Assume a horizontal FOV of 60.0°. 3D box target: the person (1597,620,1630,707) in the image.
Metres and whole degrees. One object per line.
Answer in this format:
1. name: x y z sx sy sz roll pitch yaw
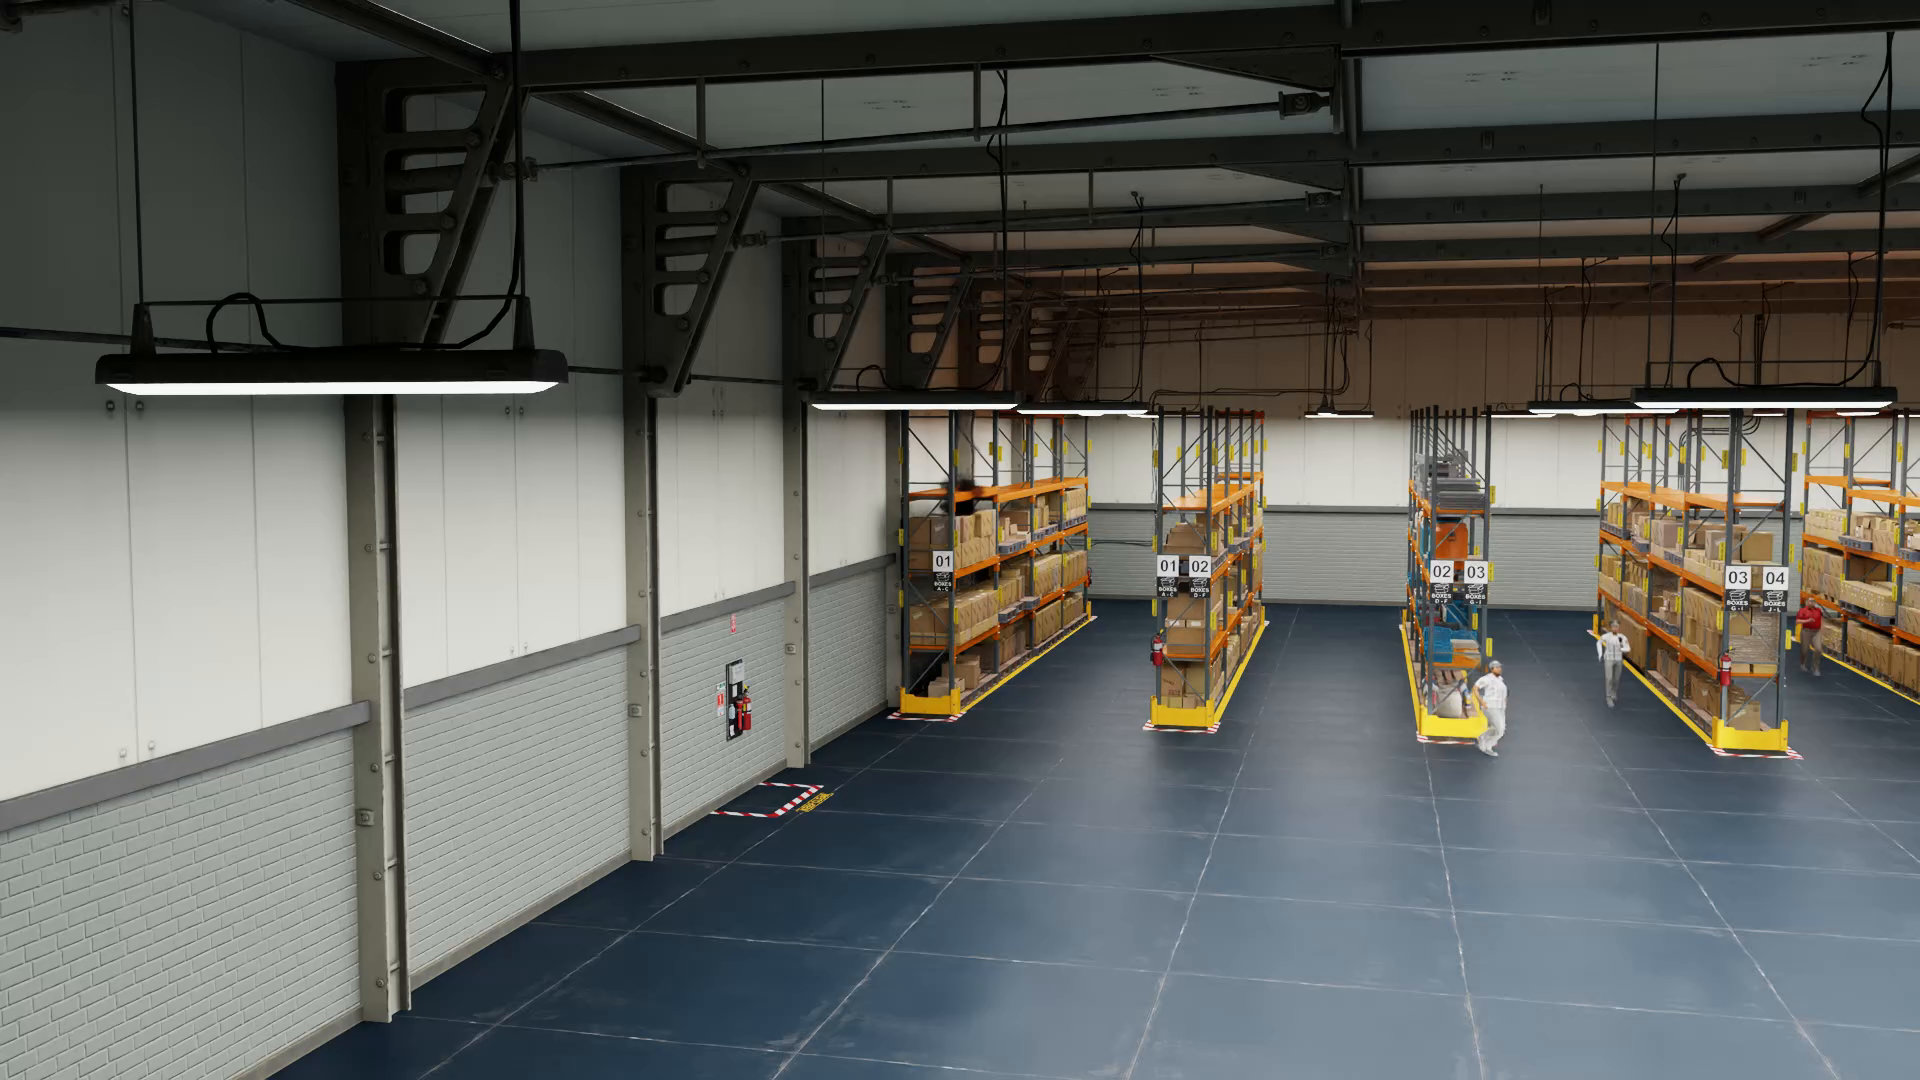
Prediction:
1. person: 13.156 2.451 33.468 0.599 1.708 0.856 1 4 13

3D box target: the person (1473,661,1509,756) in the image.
1. person: 9.151 2.878 28.439 0.612 1.620 0.531 -3 5 -40

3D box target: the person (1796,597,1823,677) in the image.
1. person: 19.204 2.167 37.557 0.642 1.787 0.762 1 4 9

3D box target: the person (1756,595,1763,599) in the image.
1. person: 21.347 1.710 44.021 0.956 1.690 0.723 -3 5 -37
